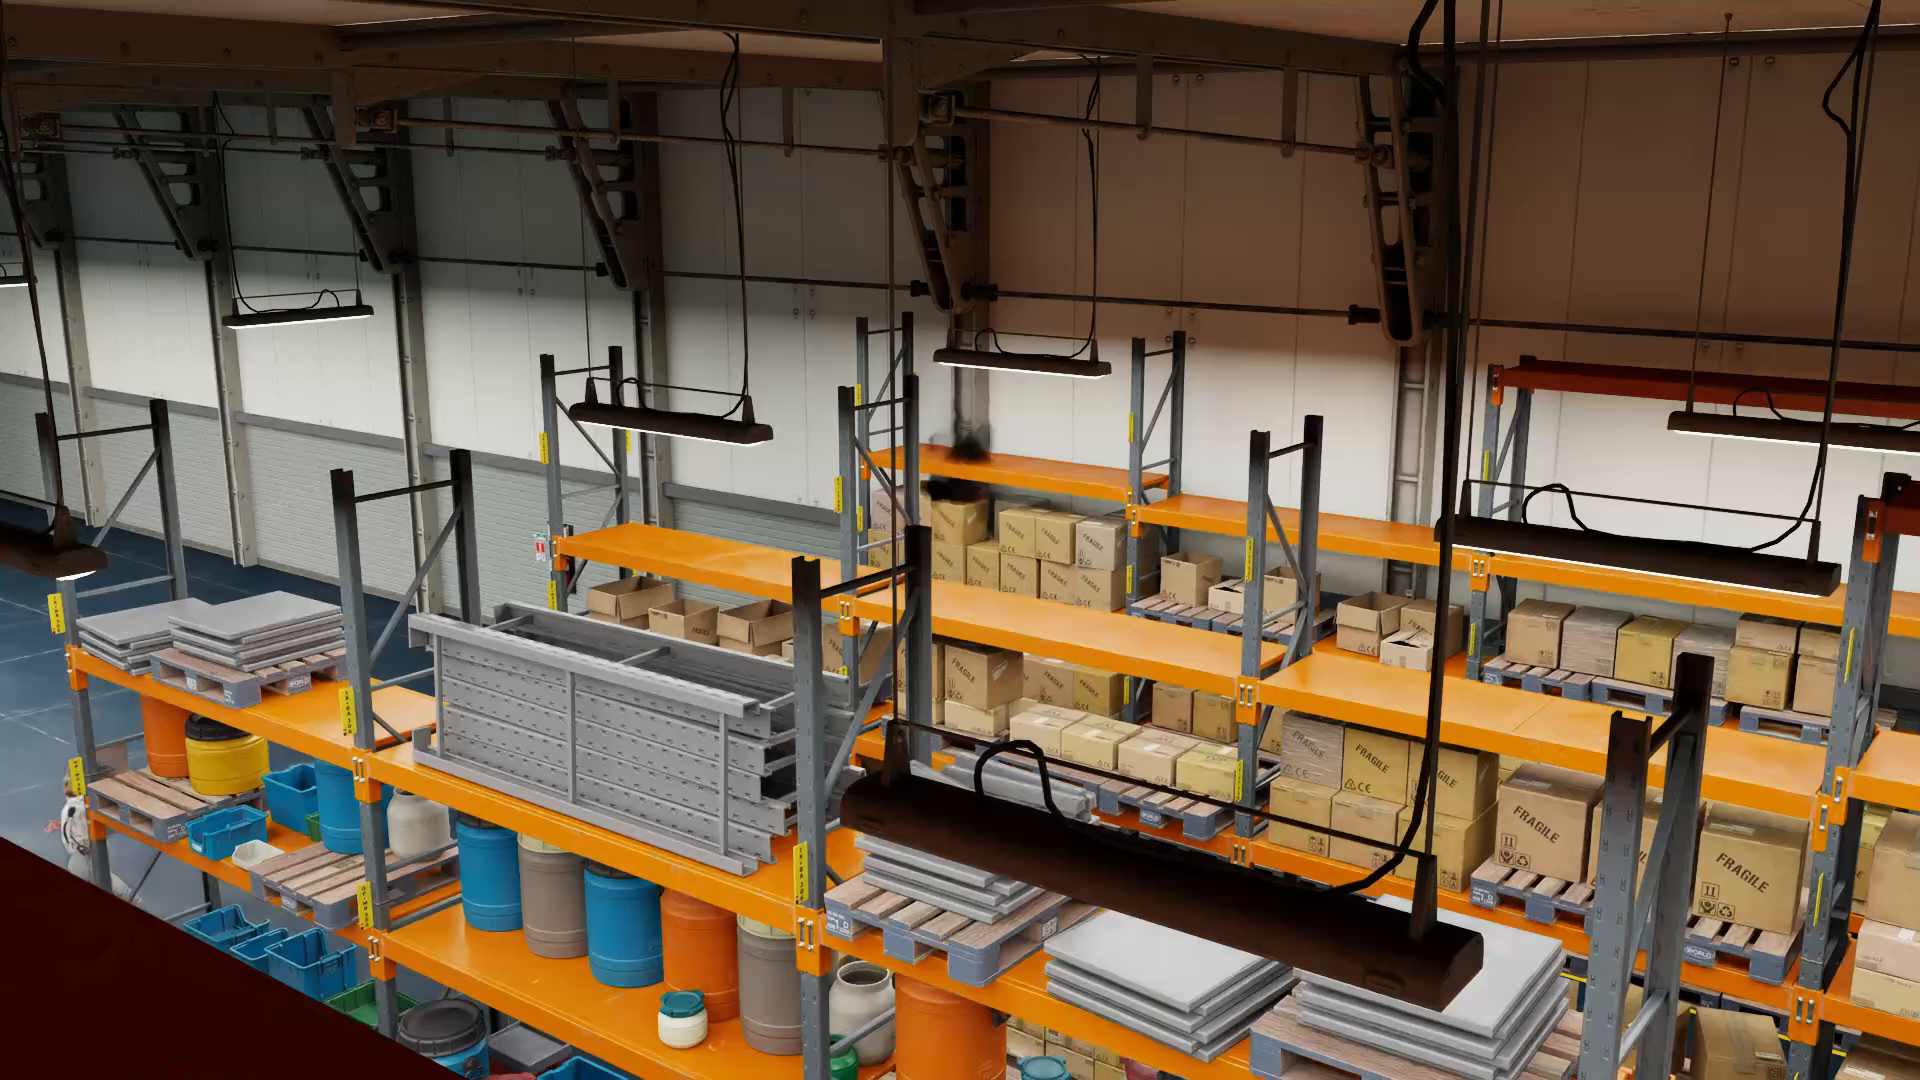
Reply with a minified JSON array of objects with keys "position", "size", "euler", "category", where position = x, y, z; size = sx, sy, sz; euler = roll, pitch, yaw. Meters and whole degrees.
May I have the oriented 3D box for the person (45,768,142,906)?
[{"position":[-9.124,3.235,17.427],"size":[0.864,1.823,0.650],"euler":[-6,15,-26],"category":"person"}]
